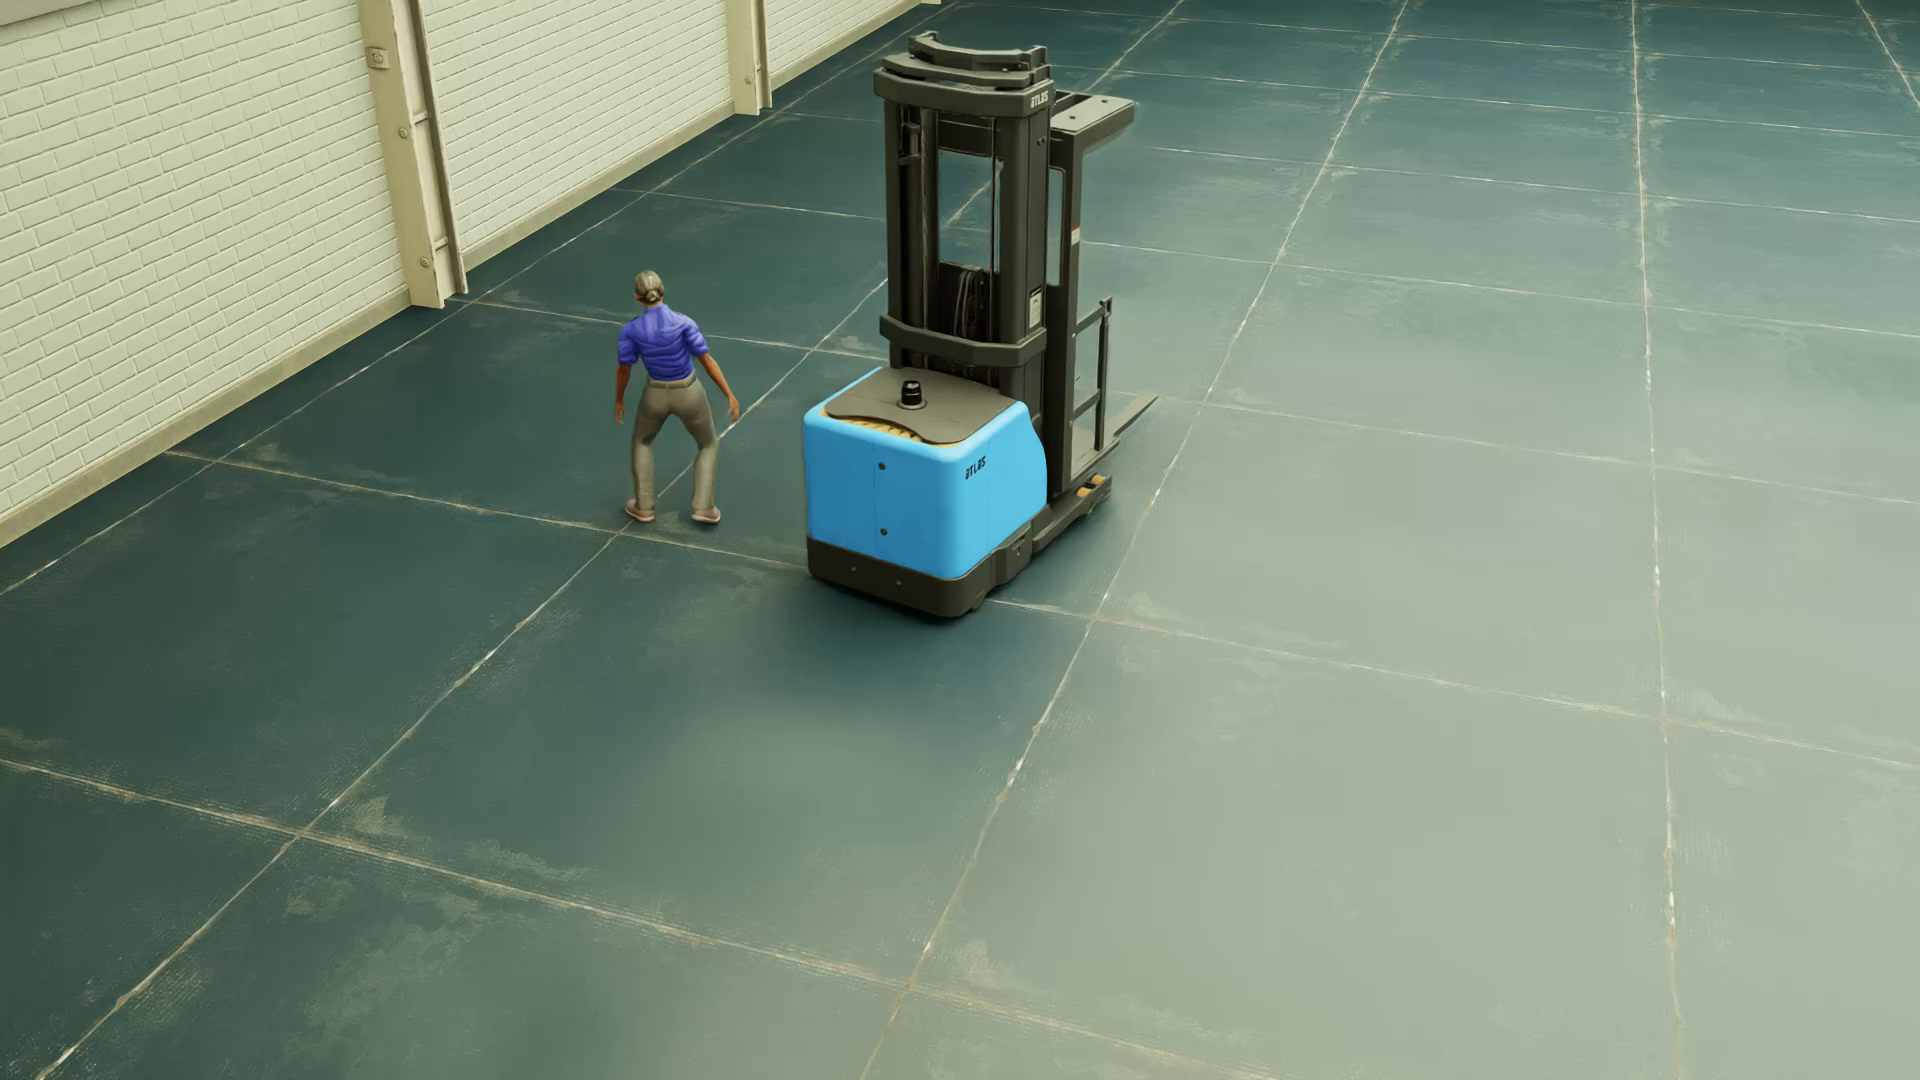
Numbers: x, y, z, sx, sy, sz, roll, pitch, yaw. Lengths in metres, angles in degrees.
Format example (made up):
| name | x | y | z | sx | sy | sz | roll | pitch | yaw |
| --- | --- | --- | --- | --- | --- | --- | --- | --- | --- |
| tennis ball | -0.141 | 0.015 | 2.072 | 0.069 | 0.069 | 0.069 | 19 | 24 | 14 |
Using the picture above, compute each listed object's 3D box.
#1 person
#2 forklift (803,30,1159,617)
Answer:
| name | x | y | z | sx | sy | sz | roll | pitch | yaw |
| --- | --- | --- | --- | --- | --- | --- | --- | --- | --- |
| person | -1.712 | -0.832 | 9.973 | 0.789 | 1.583 | 0.461 | 2 | 30 | 4 |
| forklift | 0.305 | -1.540 | 9.837 | 1.130 | 2.935 | 3.031 | 17 | 34 | 27 |
